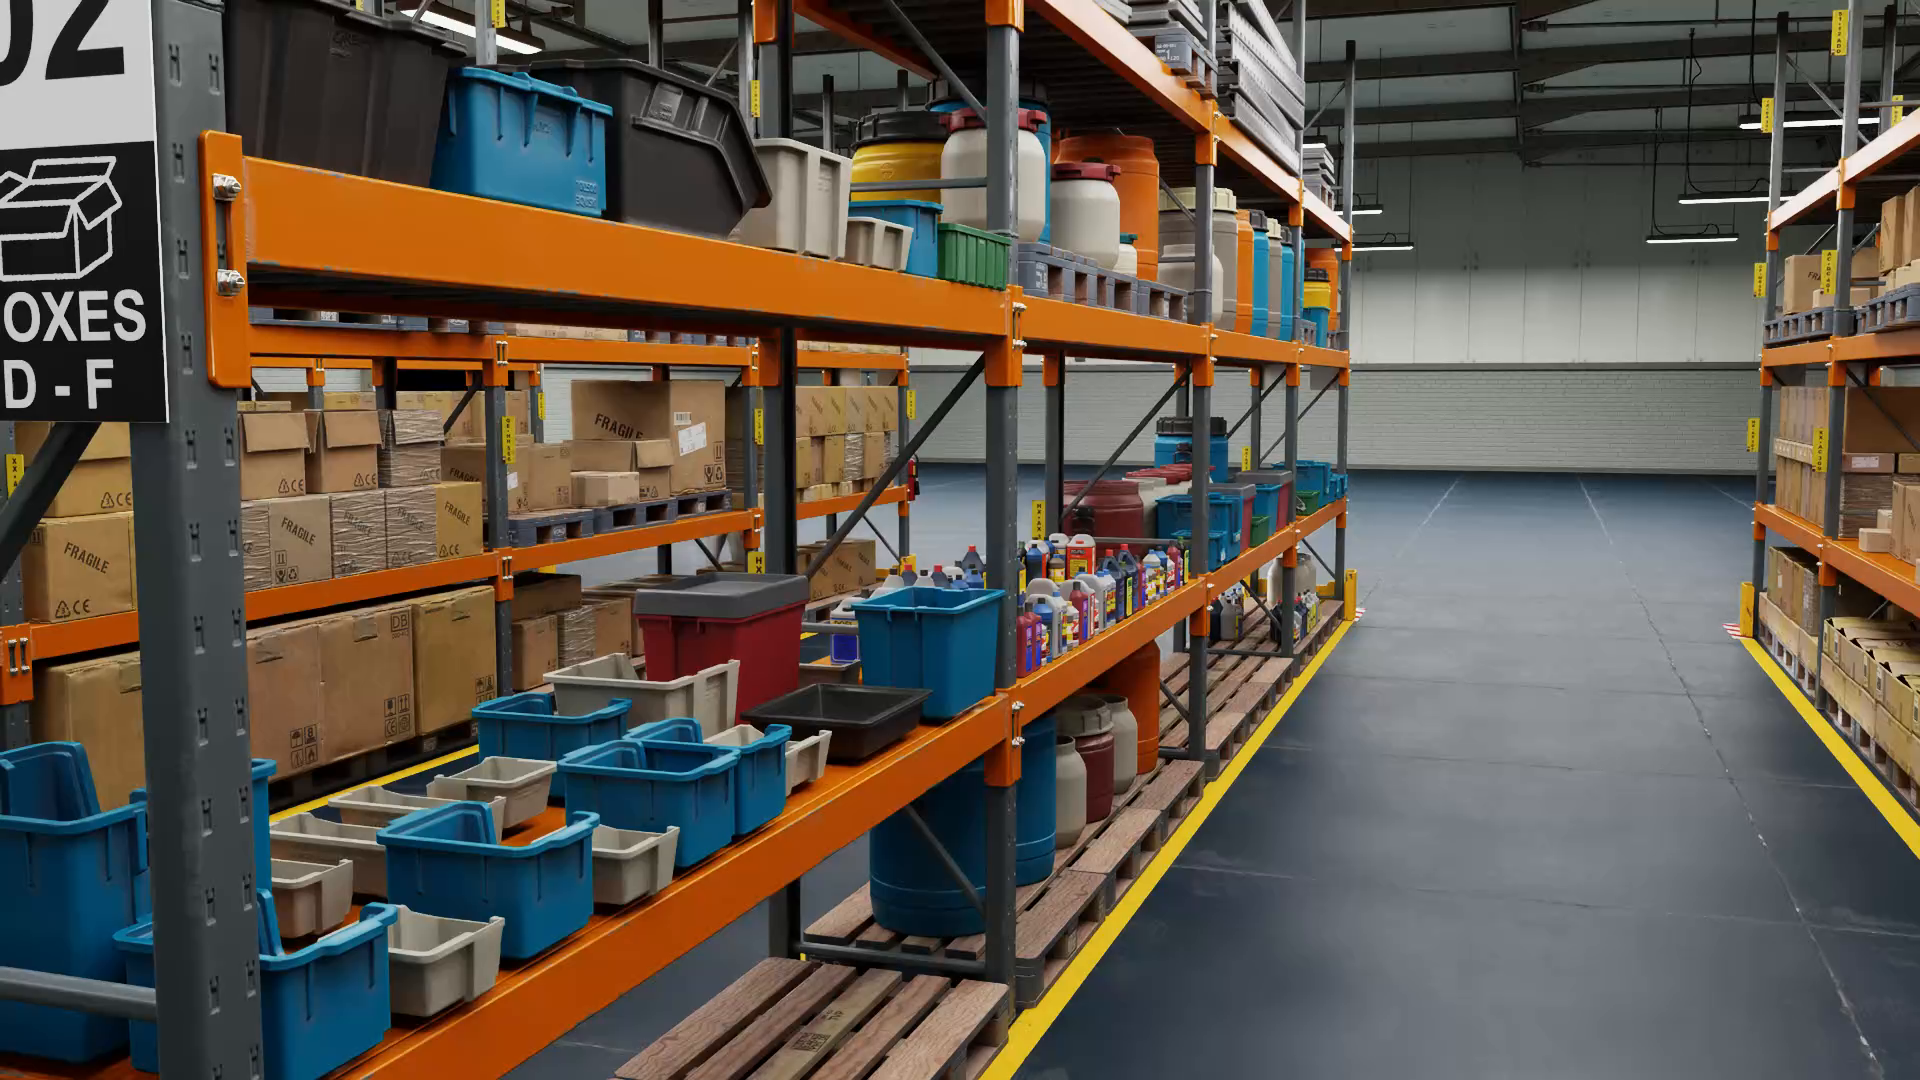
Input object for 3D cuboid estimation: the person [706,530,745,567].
[{"bbox_3d":[-2.683,-0.148,19.026,0.501,1.643,0.742,1,6,15],"label":"person"}]
